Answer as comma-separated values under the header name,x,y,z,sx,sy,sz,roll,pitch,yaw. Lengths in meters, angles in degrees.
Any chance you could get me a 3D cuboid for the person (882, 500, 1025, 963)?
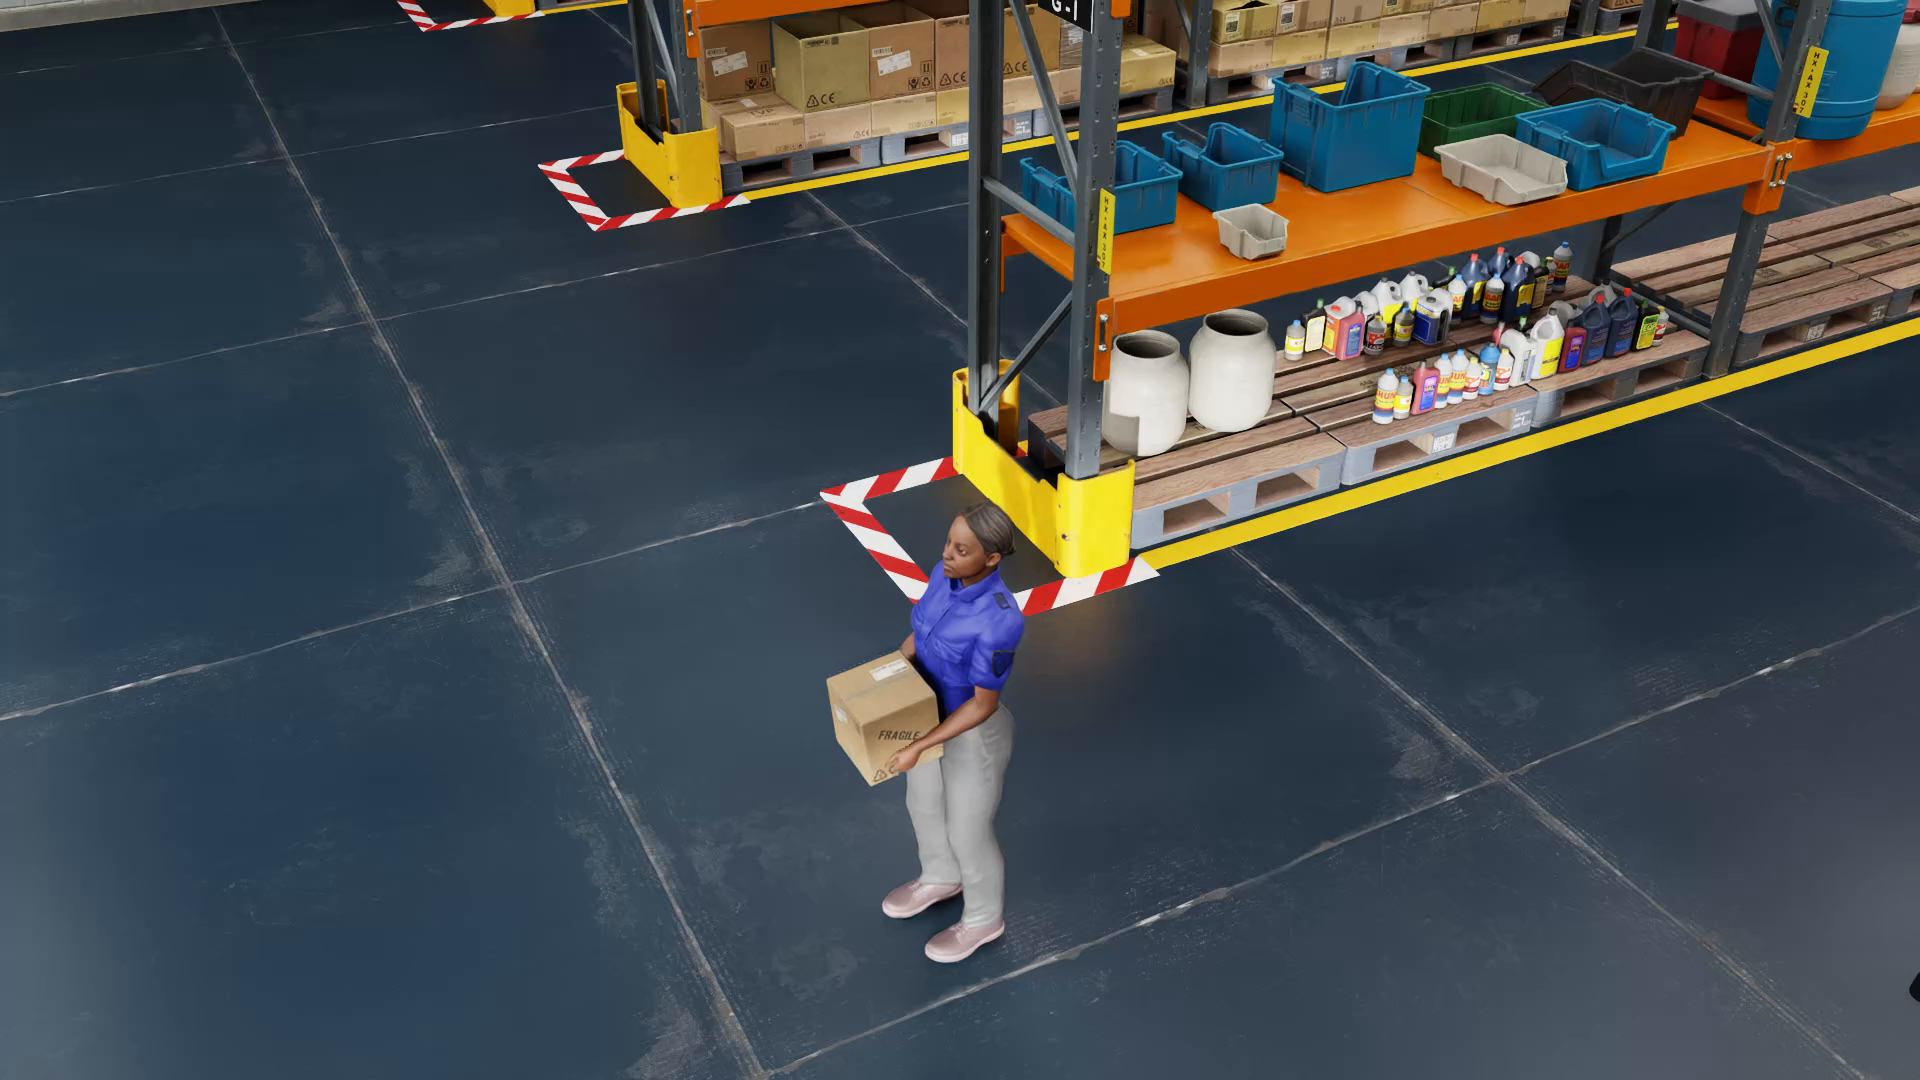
name,x,y,z,sx,sy,sz,roll,pitch,yaw
person,-0.066,0.619,5.201,0.510,1.653,0.455,-16,37,-23
